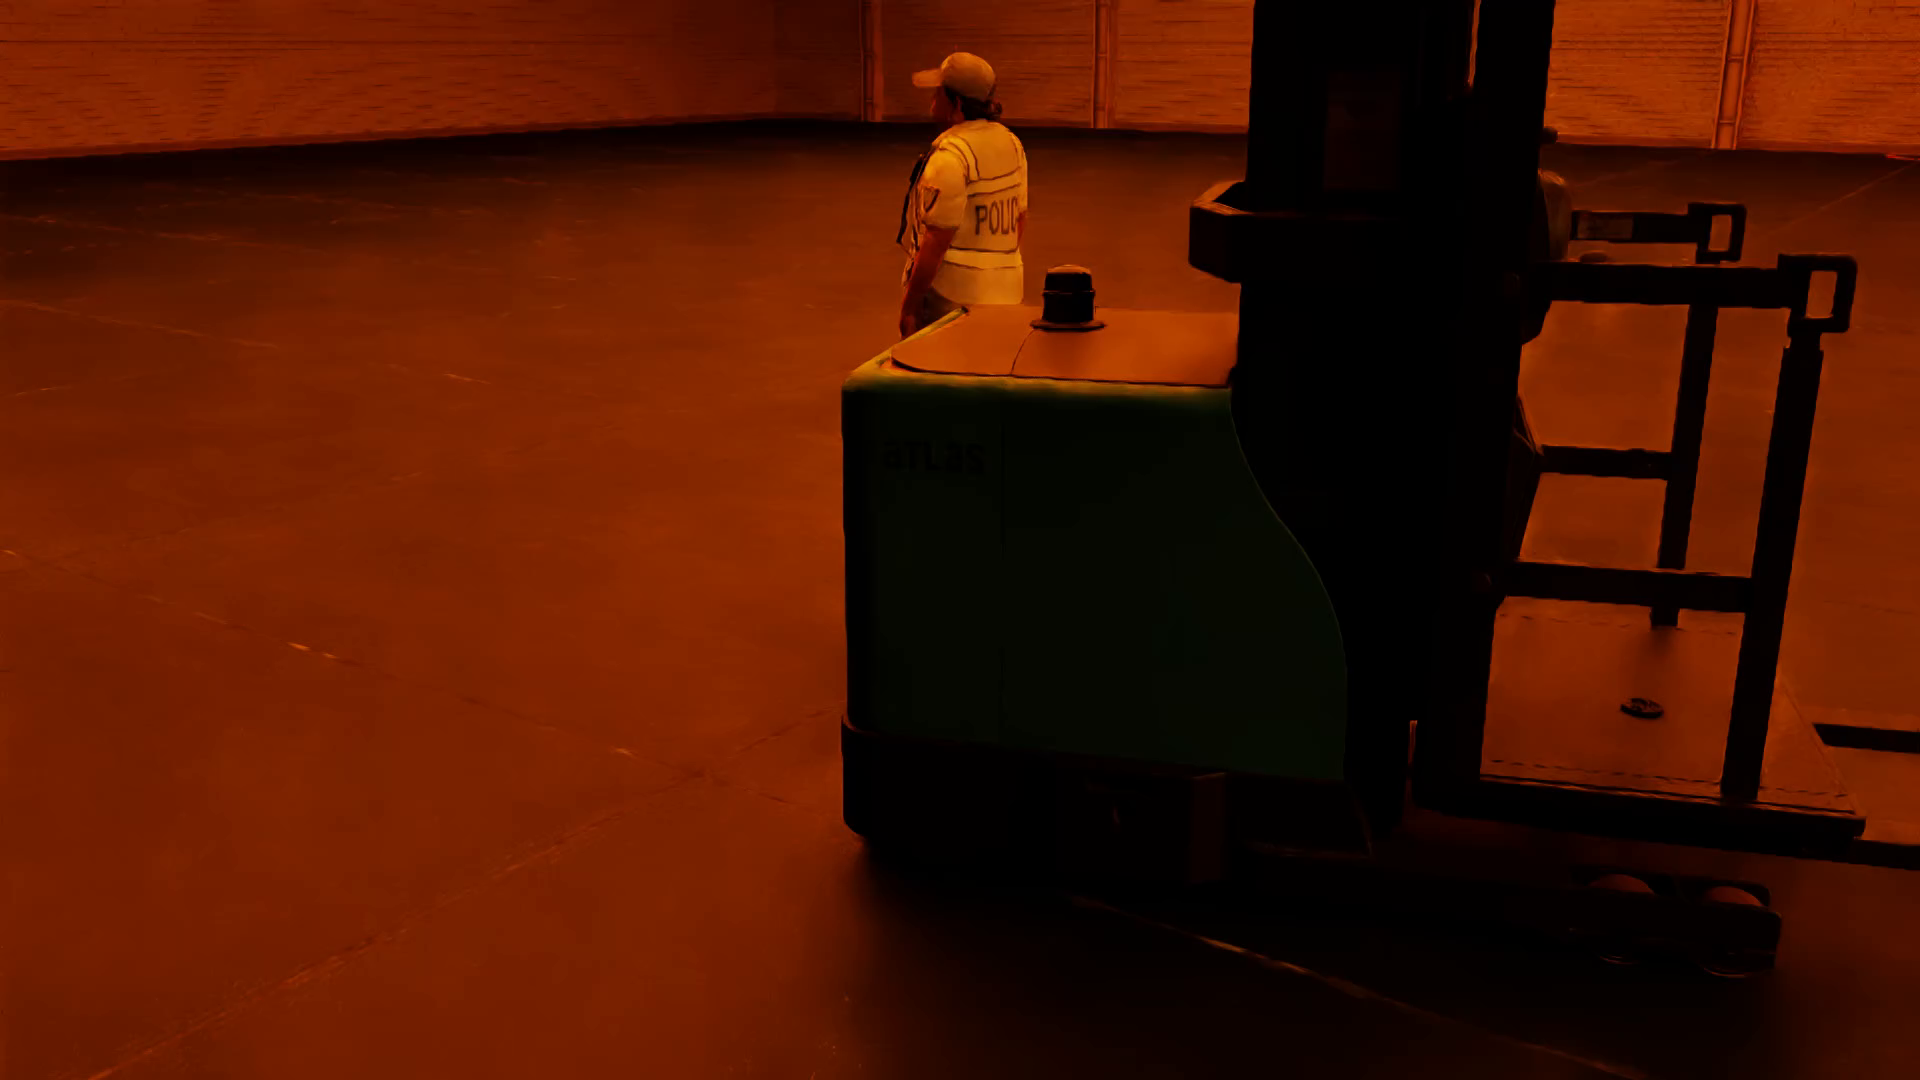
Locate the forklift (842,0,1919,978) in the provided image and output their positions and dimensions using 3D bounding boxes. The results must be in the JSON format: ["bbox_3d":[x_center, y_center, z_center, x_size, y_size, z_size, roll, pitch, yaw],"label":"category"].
[{"bbox_3d":[1.319,-0.740,3.307,3.031,2.935,1.130,4,17,14],"label":"forklift"}]

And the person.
[{"bbox_3d":[-0.050,-0.823,5.767,0.529,1.669,0.598,11,20,33],"label":"person"}]
